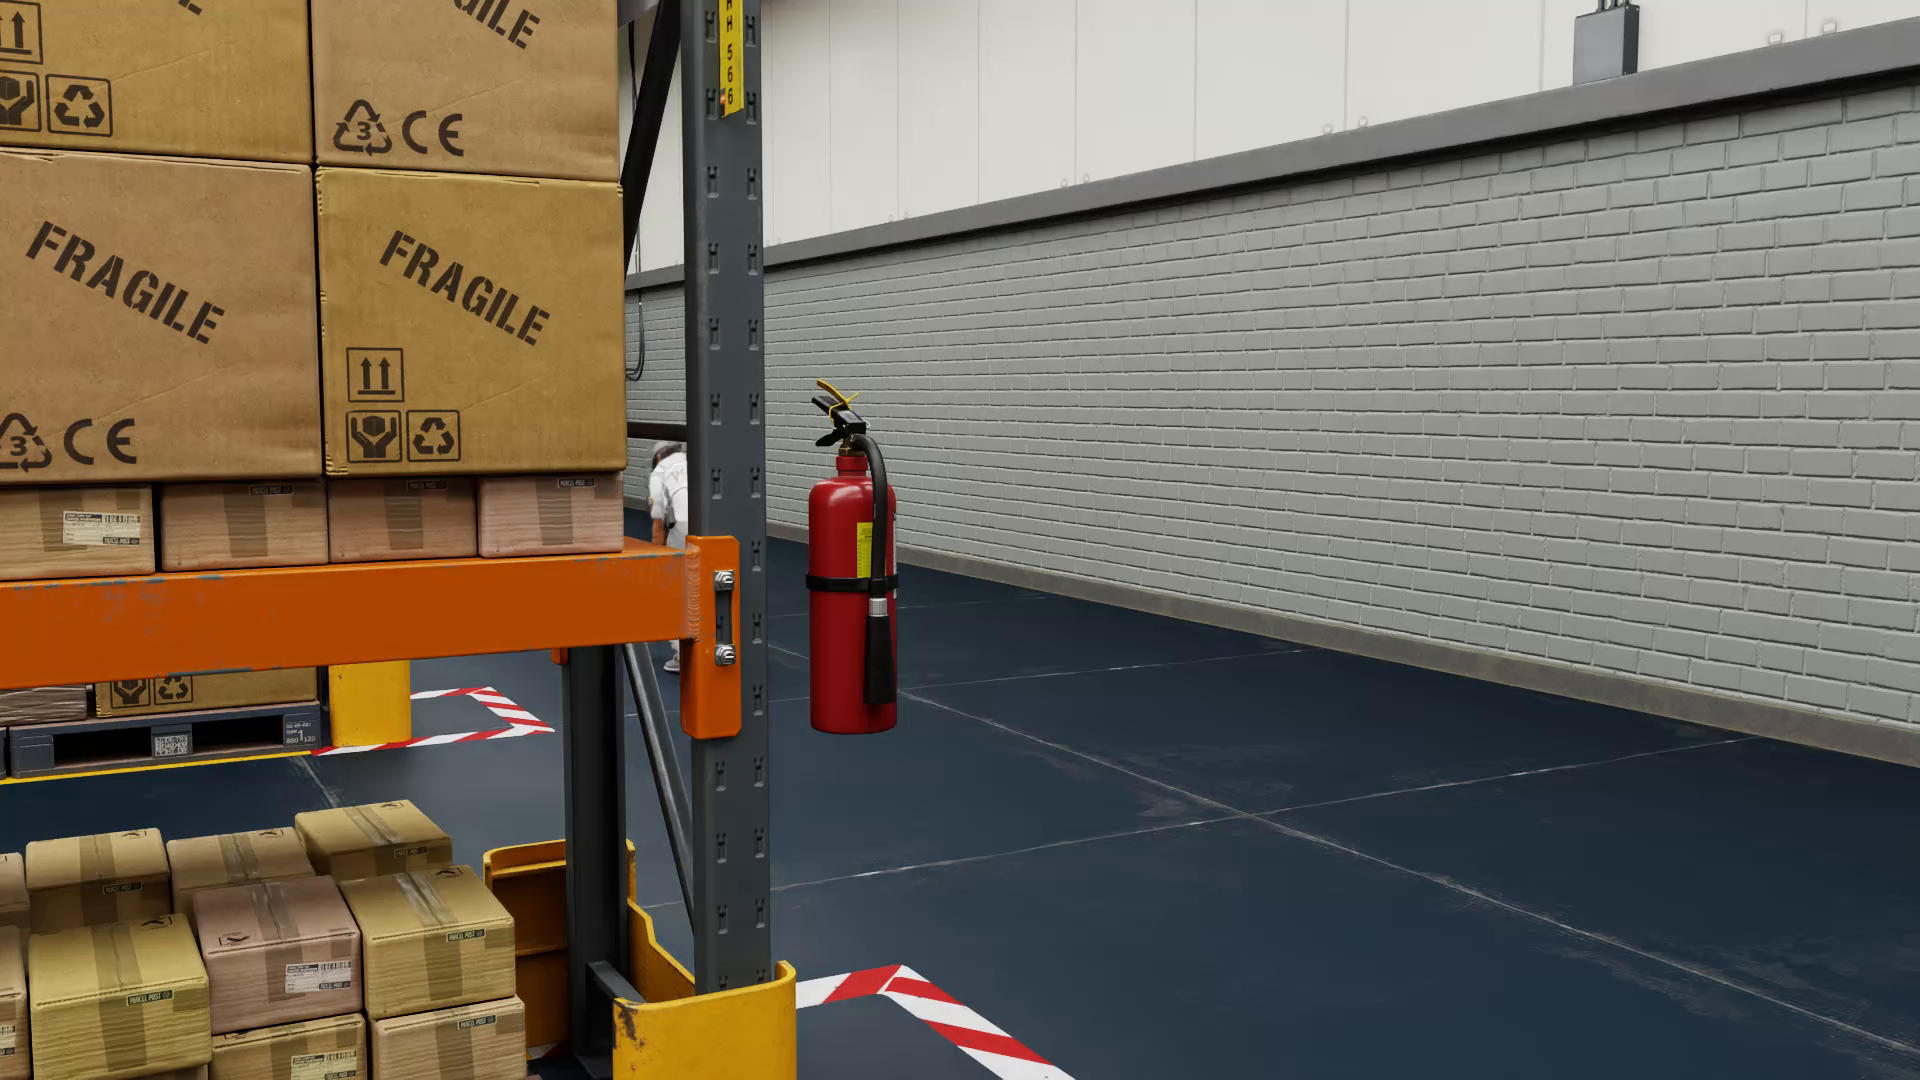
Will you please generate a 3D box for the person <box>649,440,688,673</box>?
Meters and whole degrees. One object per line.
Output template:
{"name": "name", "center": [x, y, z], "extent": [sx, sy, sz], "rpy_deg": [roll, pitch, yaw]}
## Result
{"name": "person", "center": [-1.552, 0.077, 9.596], "extent": [0.458, 1.323, 0.875], "rpy_deg": [-3, 6, -30]}
